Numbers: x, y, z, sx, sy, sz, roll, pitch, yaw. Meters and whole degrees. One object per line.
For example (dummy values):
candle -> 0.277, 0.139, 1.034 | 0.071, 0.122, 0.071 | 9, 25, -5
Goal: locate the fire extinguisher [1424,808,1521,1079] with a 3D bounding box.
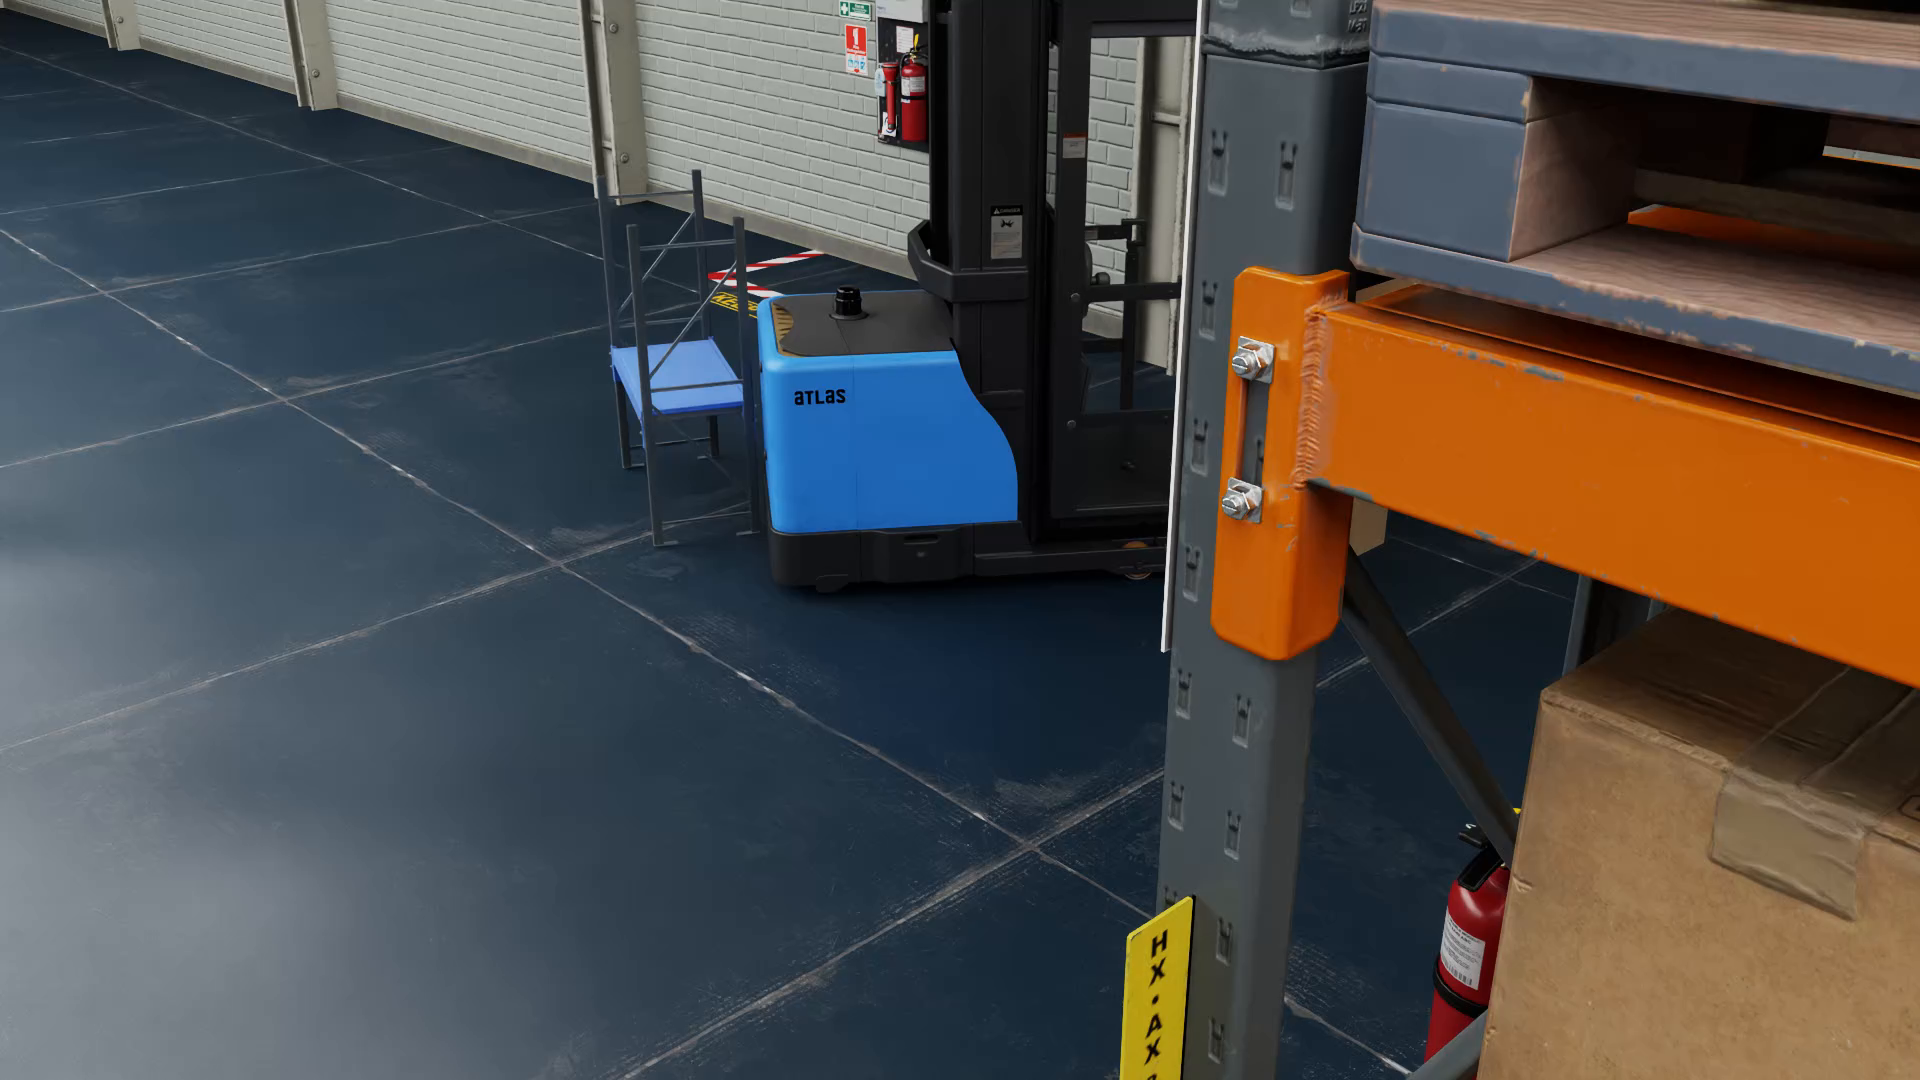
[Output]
fire extinguisher -> 0.878, 0.684, 2.730 | 0.296, 0.674, 0.183 | -21, 32, -38

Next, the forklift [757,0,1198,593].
forklift -> 0.621, -1.372, 7.226 | 3.031, 2.935, 1.130 | -4, 25, -8

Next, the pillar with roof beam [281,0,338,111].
pillar with roof beam -> -10.103, -7.585, 13.535 | 9.100, 9.000, 0.400 | -21, 32, -38

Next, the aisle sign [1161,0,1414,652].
aisle sign -> 0.351, -0.300, 1.661 | 0.394, 0.787, 0.004 | -21, 32, -38

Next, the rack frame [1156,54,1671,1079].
rack frame -> 0.619, 0.816, 2.347 | 1.000, 3.000, 0.127 | -21, 32, -38

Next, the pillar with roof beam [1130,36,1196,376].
pillar with roof beam -> -1.901, -3.950, 5.565 | 9.100, 9.000, 0.400 | -21, 32, -38

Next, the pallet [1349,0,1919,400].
pallet -> 1.084, -0.287, 1.257 | 1.003, 0.211, 1.213 | -21, 32, -38

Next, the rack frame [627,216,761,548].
rack frame -> -1.177, -0.685, 7.445 | 0.500, 1.500, 0.032 | -8, 26, -17

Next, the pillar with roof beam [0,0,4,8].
pillar with roof beam -> -18.305, -11.221, 21.504 | 9.100, 9.000, 0.400 | -21, 32, -38

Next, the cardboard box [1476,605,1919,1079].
cardboard box -> 0.965, 0.341, 1.704 | 0.700, 0.500, 0.500 | -21, 32, -38

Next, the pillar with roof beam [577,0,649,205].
pillar with roof beam -> -6.002, -5.767, 9.550 | 9.100, 9.000, 0.400 | -21, 32, -38

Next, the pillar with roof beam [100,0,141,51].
pillar with roof beam -> -14.204, -9.403, 17.519 | 9.100, 9.000, 0.400 | -21, 32, -38

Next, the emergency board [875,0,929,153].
emergency board -> -0.419, -3.201, 11.152 | 0.194, 1.169, 0.643 | -21, 32, -38

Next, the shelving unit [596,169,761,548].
shelving unit -> -1.338, -0.886, 7.884 | 0.538, 1.500, 1.048 | -8, 26, -17

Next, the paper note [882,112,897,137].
paper note -> -0.490, -2.873, 11.496 | 0.016, 0.148, 0.142 | -21, 32, -38

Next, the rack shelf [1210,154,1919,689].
rack shelf -> 1.986, 0.385, 0.546 | 1.077, 0.370, 4.000 | -21, 32, -38

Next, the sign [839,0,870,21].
sign -> -0.725, -3.651, 11.458 | 0.001, 0.109, 0.331 | -21, 32, -38

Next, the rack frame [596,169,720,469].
rack frame -> -1.499, -1.086, 8.323 | 0.500, 1.500, 0.032 | -8, 26, -17

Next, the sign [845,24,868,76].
sign -> -0.722, -3.414, 11.576 | 0.001, 0.329, 0.234 | -21, 32, -38

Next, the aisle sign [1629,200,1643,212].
aisle sign -> 0.789, -0.470, 2.034 | 0.394, 0.787, 0.004 | -21, 32, -38

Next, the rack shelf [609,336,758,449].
rack shelf -> -1.338, -0.722, 7.959 | 0.538, 0.185, 1.000 | -8, 26, -17

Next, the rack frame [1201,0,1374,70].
rack frame -> 0.619, -1.913, 1.102 | 1.000, 3.000, 0.127 | -21, 32, -38

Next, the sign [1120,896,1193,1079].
sign -> 0.210, 0.542, 1.810 | 0.100, 0.325, 0.005 | -21, 32, -38
